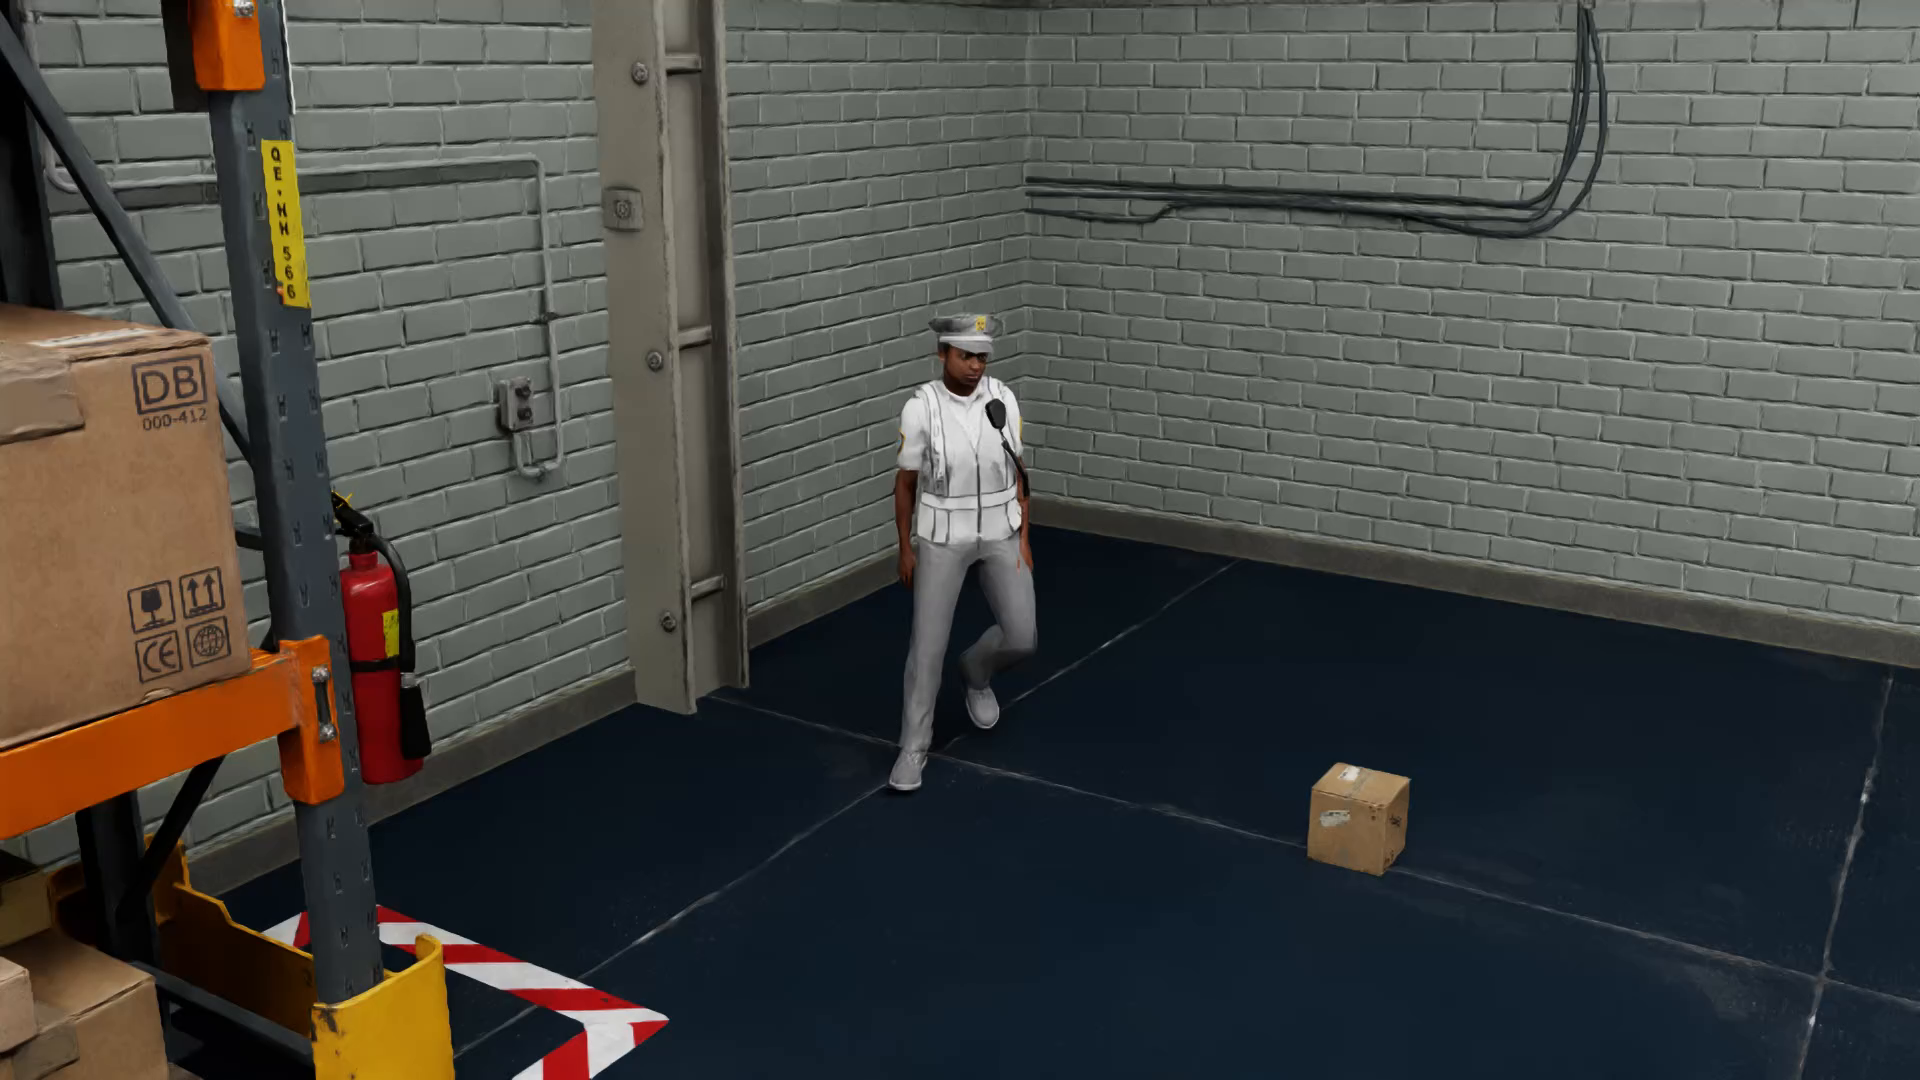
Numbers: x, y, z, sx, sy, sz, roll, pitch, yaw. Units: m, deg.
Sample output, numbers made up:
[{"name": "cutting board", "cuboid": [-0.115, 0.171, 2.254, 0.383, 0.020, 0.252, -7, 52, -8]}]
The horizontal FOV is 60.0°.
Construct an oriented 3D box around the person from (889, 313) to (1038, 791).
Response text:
[{"name": "person", "cuboid": [-0.028, 0.006, 5.943, 0.582, 1.669, 0.541, -5, 17, -16]}]
